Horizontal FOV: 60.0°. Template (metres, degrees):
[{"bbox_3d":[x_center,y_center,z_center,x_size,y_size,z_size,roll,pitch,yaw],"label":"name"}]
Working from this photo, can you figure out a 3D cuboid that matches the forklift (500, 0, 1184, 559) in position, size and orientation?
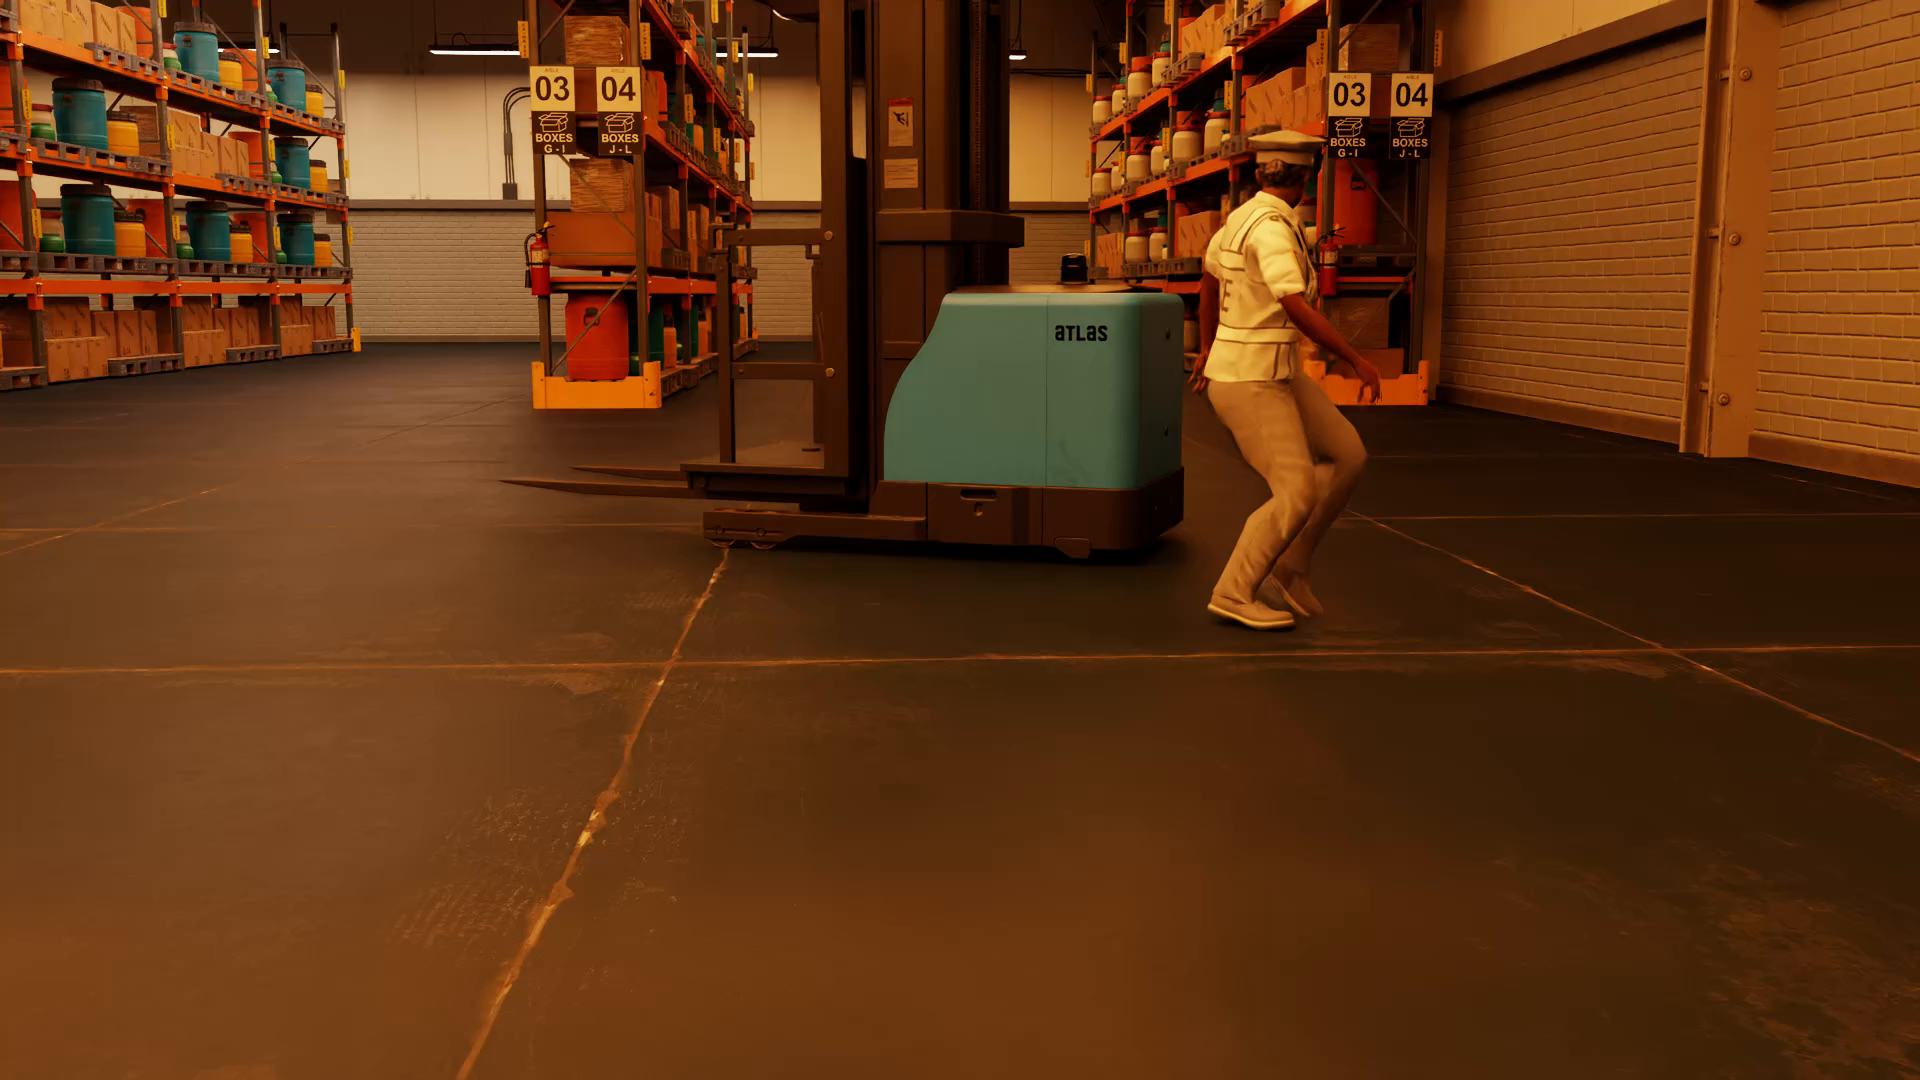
[{"bbox_3d":[-0.578,-1.479,7.289,3.031,2.935,1.130,3,9,19],"label":"forklift"}]

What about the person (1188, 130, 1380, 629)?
[{"bbox_3d":[1.023,-0.502,5.397,0.681,1.614,0.633,3,9,19],"label":"person"}]
